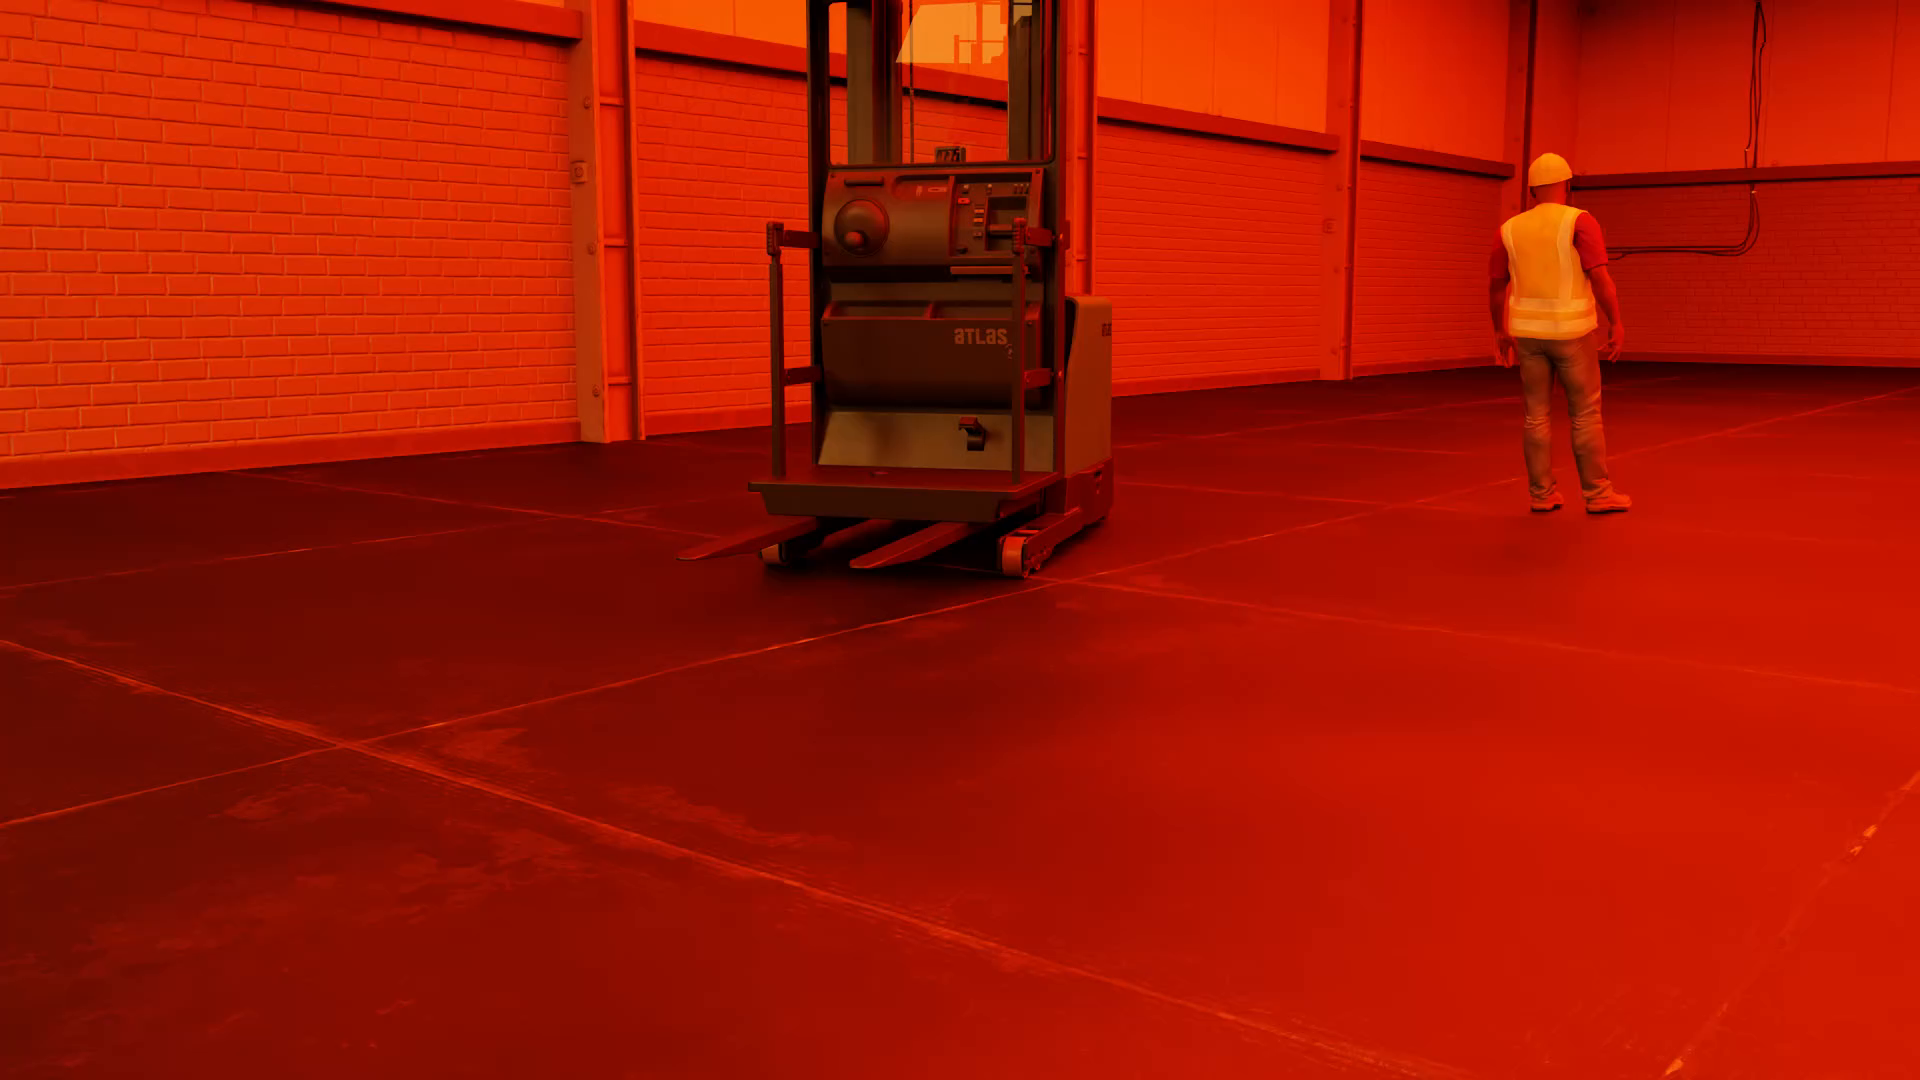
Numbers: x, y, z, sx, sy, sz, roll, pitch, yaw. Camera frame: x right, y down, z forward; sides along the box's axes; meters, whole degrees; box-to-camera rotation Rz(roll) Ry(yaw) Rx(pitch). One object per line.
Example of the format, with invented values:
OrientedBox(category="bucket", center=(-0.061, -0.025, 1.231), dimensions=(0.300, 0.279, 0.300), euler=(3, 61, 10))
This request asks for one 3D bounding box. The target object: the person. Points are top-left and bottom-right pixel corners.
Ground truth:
OrientedBox(category="person", center=(3.016, -1.038, 8.350), dimensions=(0.666, 1.767, 0.575), euler=(8, 12, 44))

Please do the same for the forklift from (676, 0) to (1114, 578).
OrientedBox(category="forklift", center=(-0.176, -1.366, 6.616), dimensions=(1.130, 2.935, 3.031), euler=(3, 9, 17))
